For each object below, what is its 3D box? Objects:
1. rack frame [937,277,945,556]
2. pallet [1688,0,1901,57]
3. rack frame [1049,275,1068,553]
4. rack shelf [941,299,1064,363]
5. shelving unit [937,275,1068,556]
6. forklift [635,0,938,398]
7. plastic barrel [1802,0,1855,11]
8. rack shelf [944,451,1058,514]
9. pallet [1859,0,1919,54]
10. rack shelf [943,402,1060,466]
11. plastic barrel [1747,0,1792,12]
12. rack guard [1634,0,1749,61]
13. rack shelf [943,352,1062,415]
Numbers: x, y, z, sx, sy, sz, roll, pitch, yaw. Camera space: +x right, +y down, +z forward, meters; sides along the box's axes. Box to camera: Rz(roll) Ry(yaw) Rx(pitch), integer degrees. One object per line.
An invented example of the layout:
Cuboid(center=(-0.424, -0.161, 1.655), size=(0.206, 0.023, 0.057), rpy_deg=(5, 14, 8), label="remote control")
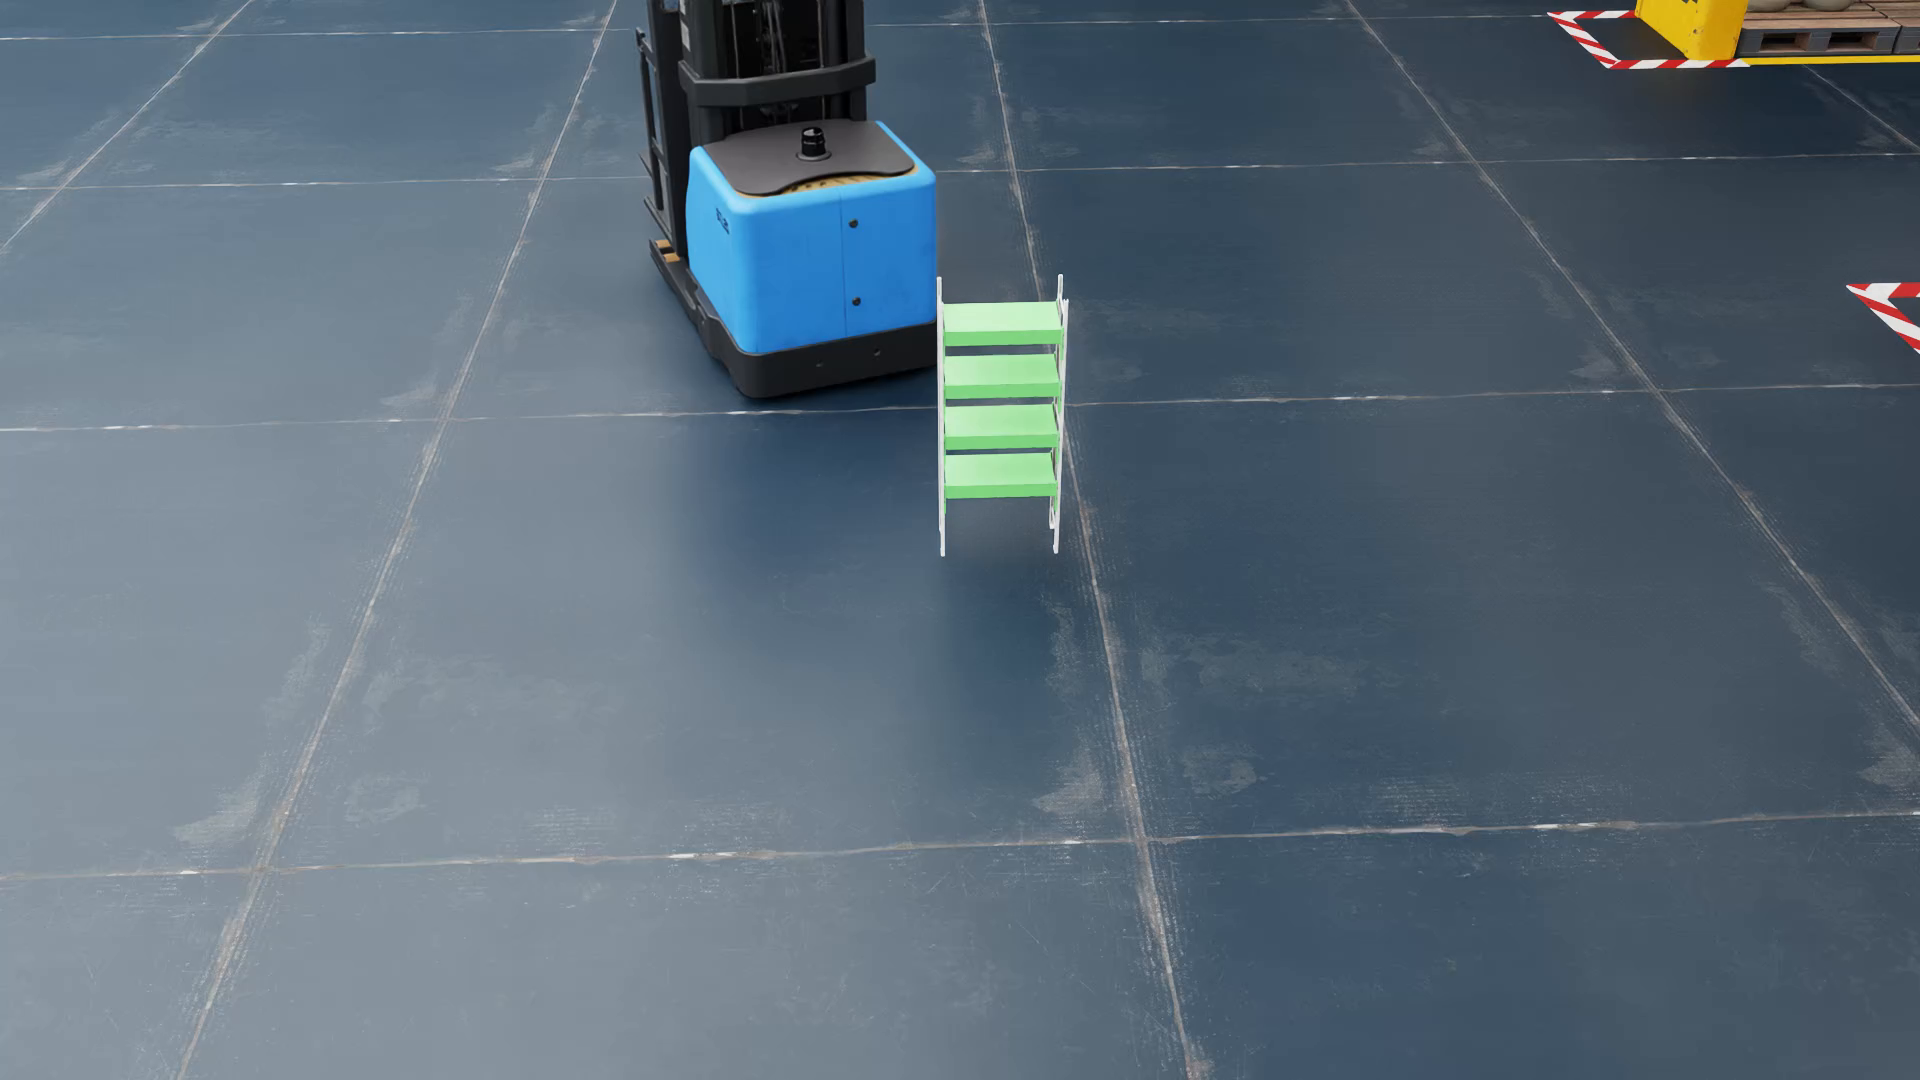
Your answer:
Cuboid(center=(-0.078, -0.491, 6.905), size=(0.015, 1.200, 0.240), rpy_deg=(-2, 35, -2), label="rack frame")
Cuboid(center=(6.419, -4.023, 12.877), size=(1.213, 0.211, 1.003), rpy_deg=(-2, 35, -2), label="pallet")
Cuboid(center=(0.409, -0.504, 6.924), size=(0.015, 1.200, 0.240), rpy_deg=(-2, 35, -2), label="rack frame")
Cuboid(center=(0.165, -0.840, 6.678), size=(0.480, 0.148, 0.258), rpy_deg=(-2, 35, -2), label="rack shelf")
Cuboid(center=(0.165, -0.498, 6.915), size=(0.503, 1.200, 0.258), rpy_deg=(-2, 35, -2), label="shelving unit")
Cuboid(center=(-1.120, -2.731, 8.620), size=(1.130, 2.935, 3.031), rpy_deg=(-13, 37, -18), label="forklift")
Cuboid(center=(6.688, -4.346, 12.711), size=(0.421, 0.512, 0.421), rpy_deg=(0, 35, 0), label="plastic barrel")
Cuboid(center=(0.165, -0.248, 7.088), size=(0.480, 0.148, 0.258), rpy_deg=(-2, 35, -2), label="rack shelf")
Cuboid(center=(7.634, -4.054, 12.922), size=(1.213, 0.211, 1.003), rpy_deg=(-2, 35, -2), label="pallet")
Cuboid(center=(0.165, -0.445, 6.951), size=(0.480, 0.148, 0.258), rpy_deg=(-2, 35, -2), label="rack shelf")
Cuboid(center=(6.187, -4.333, 12.692), size=(0.421, 0.512, 0.421), rpy_deg=(0, 35, 0), label="plastic barrel")
Cuboid(center=(5.607, -4.123, 12.768), size=(0.348, 0.500, 1.175), rpy_deg=(-2, 35, -2), label="rack guard")
Cuboid(center=(0.165, -0.643, 6.815), size=(0.480, 0.148, 0.258), rpy_deg=(-2, 35, -2), label="rack shelf")
